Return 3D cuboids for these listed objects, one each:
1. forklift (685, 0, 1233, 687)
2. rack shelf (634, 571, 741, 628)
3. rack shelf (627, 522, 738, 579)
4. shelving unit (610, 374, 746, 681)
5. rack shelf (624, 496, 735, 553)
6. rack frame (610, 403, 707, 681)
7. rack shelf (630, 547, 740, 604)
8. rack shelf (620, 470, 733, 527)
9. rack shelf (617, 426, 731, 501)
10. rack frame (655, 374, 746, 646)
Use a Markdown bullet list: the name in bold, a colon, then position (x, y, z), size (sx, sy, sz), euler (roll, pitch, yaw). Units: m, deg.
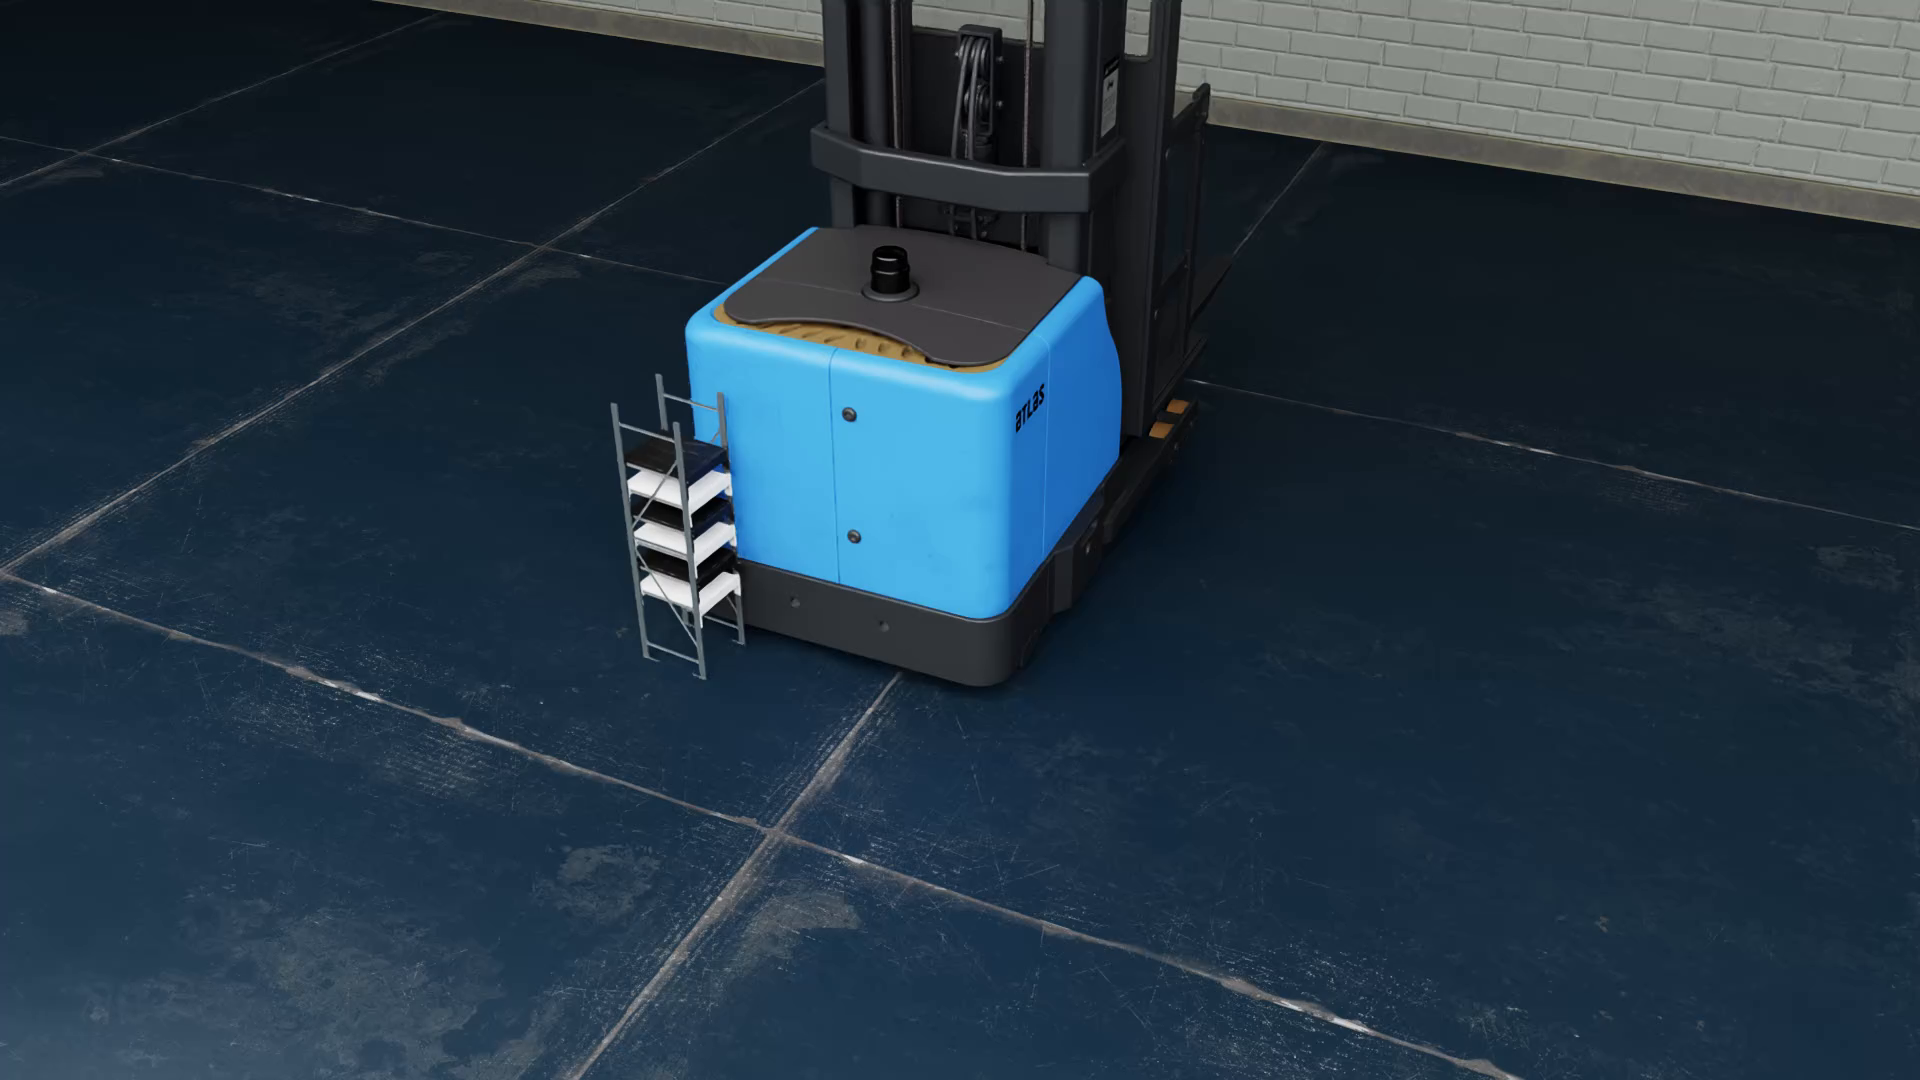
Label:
- **forklift**: position (0.254, -1.584, 5.493), size (1.130, 2.935, 3.031), euler (14, 36, 20)
- **rack shelf**: position (-0.831, 0.151, 5.088), size (0.258, 0.077, 0.200), euler (17, 37, 24)
- **rack shelf**: position (-0.831, 0.001, 4.989), size (0.258, 0.077, 0.200), euler (17, 37, 24)
- **shelving unit**: position (-0.831, -0.027, 4.971), size (0.258, 0.900, 0.210), euler (17, 37, 24)
- **rack shelf**: position (-0.831, -0.074, 4.939), size (0.258, 0.077, 0.200), euler (17, 37, 24)
- **rack frame**: position (-0.881, 0.022, 4.897), size (0.240, 0.900, 0.006), euler (17, 37, 24)
- **rack shelf**: position (-0.831, 0.076, 5.038), size (0.258, 0.077, 0.200), euler (17, 37, 24)
- **rack shelf**: position (-0.831, -0.150, 4.890), size (0.258, 0.077, 0.200), euler (17, 37, 24)
- **rack shelf**: position (-0.831, -0.225, 4.841), size (0.258, 0.077, 0.200), euler (17, 37, 24)
- **rack frame**: position (-0.781, -0.076, 5.045), size (0.240, 0.900, 0.006), euler (17, 37, 24)
